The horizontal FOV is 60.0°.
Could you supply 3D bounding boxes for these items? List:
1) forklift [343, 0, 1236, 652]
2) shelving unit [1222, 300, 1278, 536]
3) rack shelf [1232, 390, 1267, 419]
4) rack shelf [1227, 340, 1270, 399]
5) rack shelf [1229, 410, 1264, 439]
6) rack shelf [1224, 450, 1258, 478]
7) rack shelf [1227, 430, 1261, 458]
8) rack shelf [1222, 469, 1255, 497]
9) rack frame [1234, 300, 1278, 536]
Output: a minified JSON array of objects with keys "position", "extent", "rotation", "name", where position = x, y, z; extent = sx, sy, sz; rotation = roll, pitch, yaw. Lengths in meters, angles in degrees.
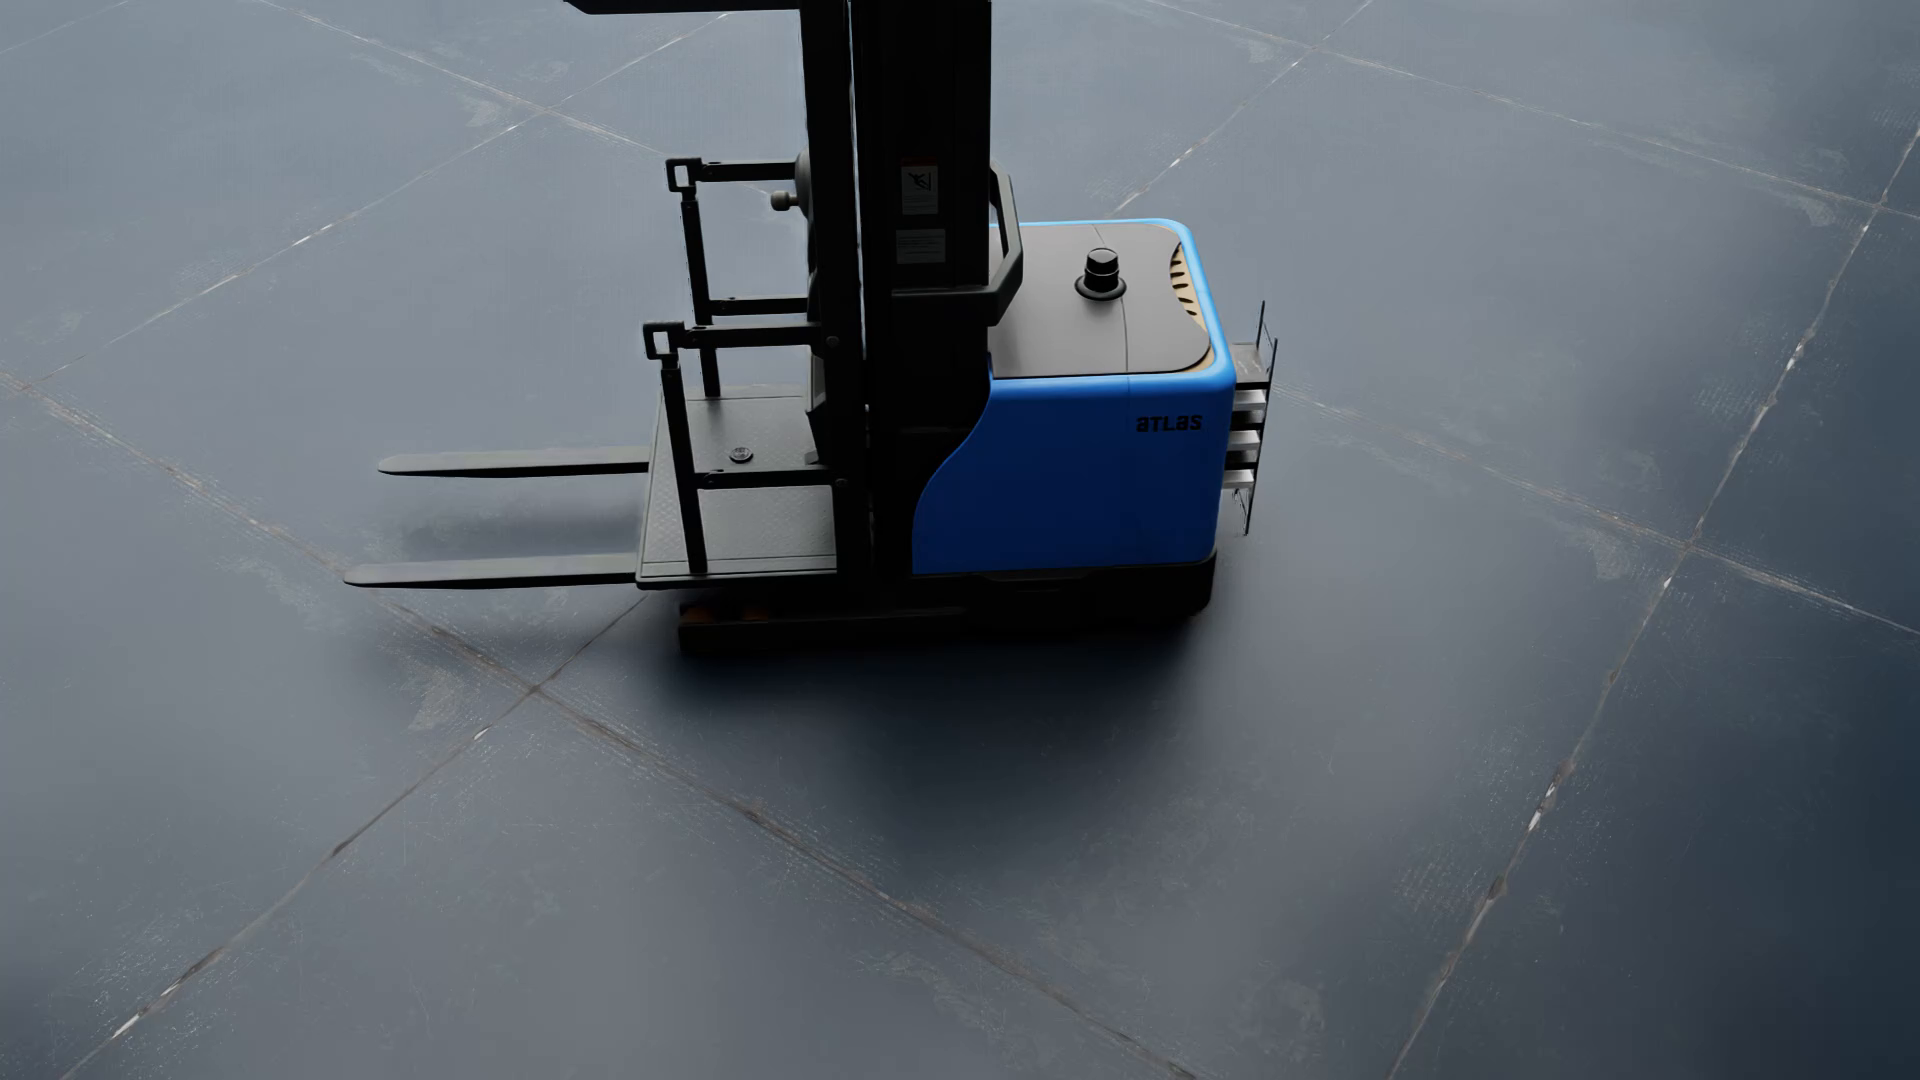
[{"position":[-0.646,-1.065,5.243],"extent":[3.031,2.935,1.130],"rotation":[-2,42,-3],"name":"forklift"},{"position":[0.972,-0.426,6.051],"extent":[0.210,0.900,0.258],"rotation":[-2,42,-3],"name":"shelving unit"},{"position":[0.972,-0.535,5.953],"extent":[0.200,0.077,0.258],"rotation":[-2,42,-3],"name":"rack shelf"},{"position":[0.972,-0.602,5.893],"extent":[0.200,0.077,0.258],"rotation":[-2,42,-3],"name":"rack shelf"},{"position":[0.972,-0.468,6.013],"extent":[0.200,0.077,0.258],"rotation":[-2,42,-3],"name":"rack shelf"},{"position":[0.972,-0.334,6.133],"extent":[0.200,0.077,0.258],"rotation":[-2,42,-3],"name":"rack shelf"},{"position":[0.972,-0.401,6.073],"extent":[0.200,0.077,0.258],"rotation":[-2,42,-3],"name":"rack shelf"},{"position":[0.972,-0.267,6.193],"extent":[0.200,0.077,0.258],"rotation":[-2,42,-3],"name":"rack shelf"},{"position":[1.073,-0.430,6.056],"extent":[0.006,0.900,0.240],"rotation":[-2,42,-3],"name":"rack frame"}]
